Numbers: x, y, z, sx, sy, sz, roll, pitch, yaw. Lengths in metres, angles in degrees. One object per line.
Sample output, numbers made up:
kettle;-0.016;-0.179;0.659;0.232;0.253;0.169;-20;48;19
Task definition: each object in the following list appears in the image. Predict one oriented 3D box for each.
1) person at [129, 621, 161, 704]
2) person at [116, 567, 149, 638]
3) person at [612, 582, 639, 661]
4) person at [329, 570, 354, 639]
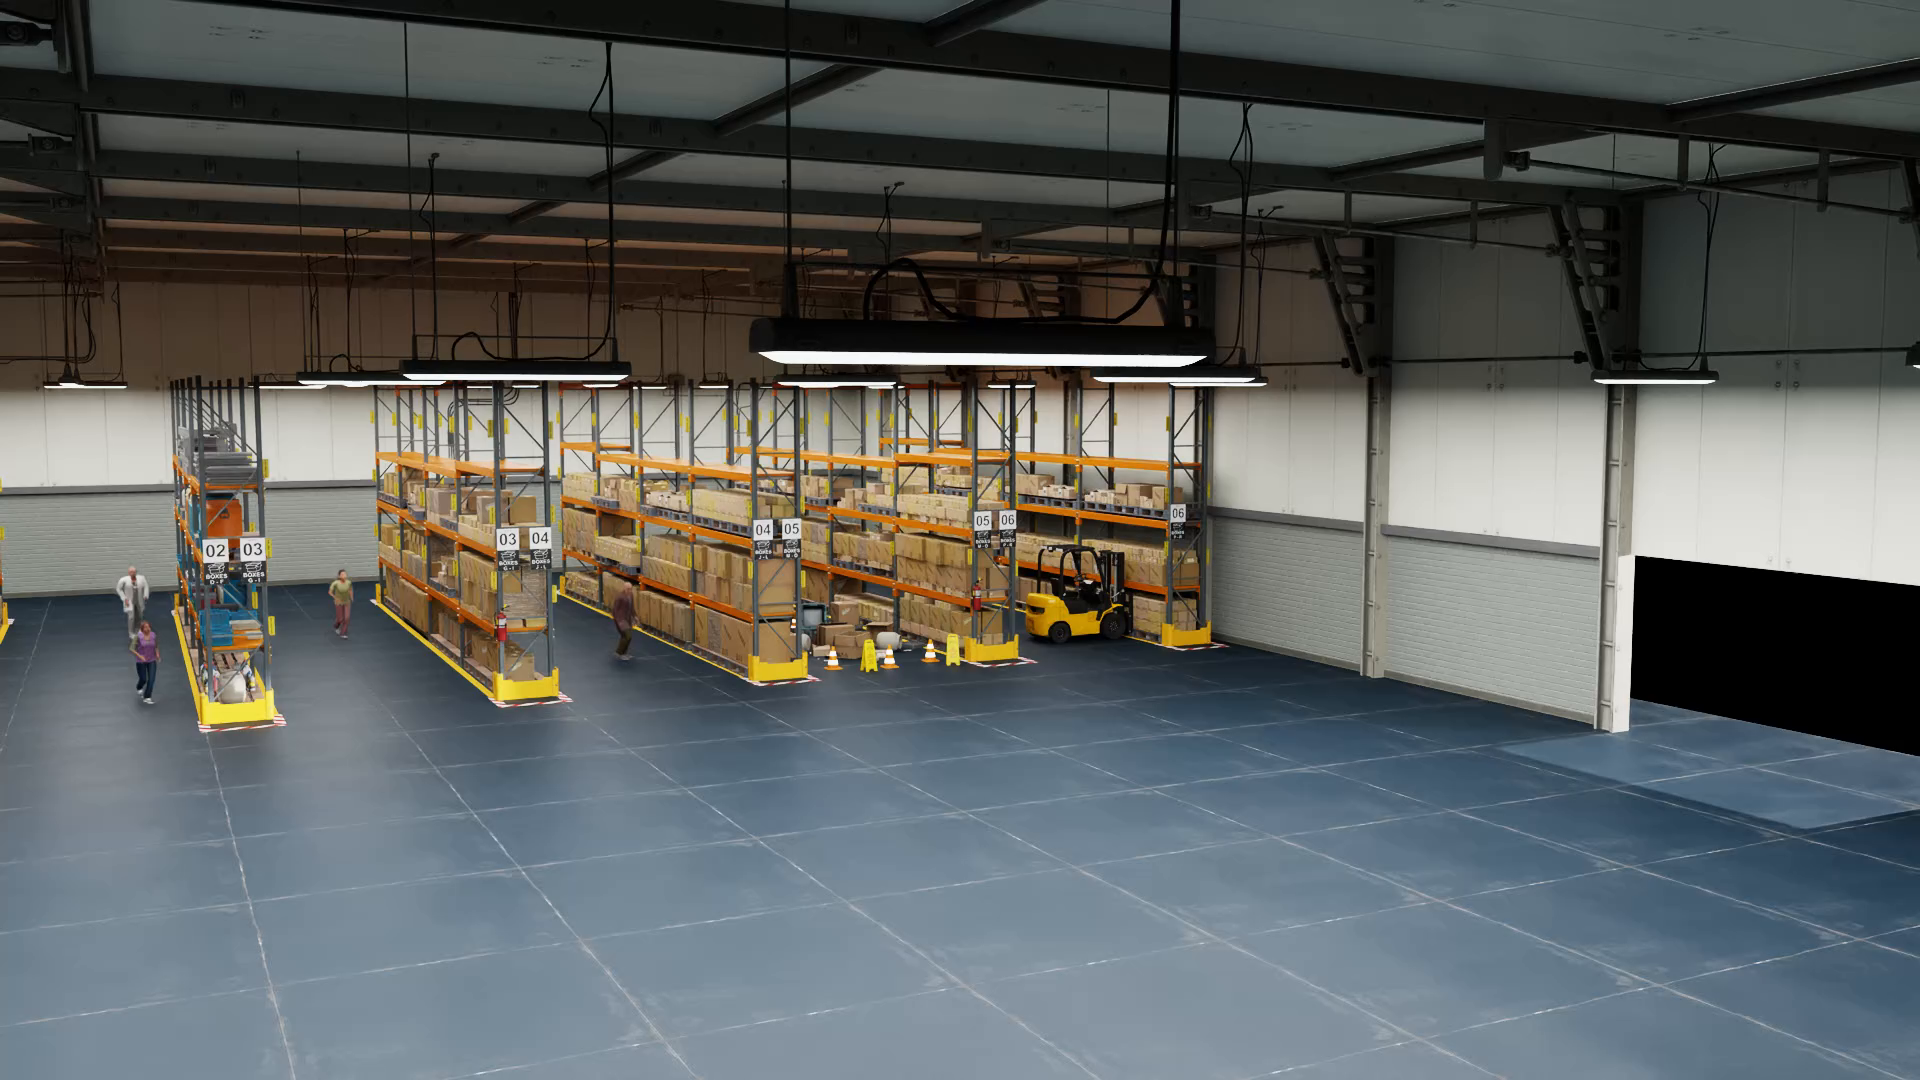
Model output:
person;-15.035;2.239;30.663;0.537;1.547;0.684;-4;7;-39
person;-19.288;1.435;38.758;0.888;1.686;0.709;5;7;44
person;-7.190;1.725;35.434;0.599;1.714;0.697;2;5;18
person;-14.443;1.482;38.791;0.579;1.613;0.644;-4;6;-37
